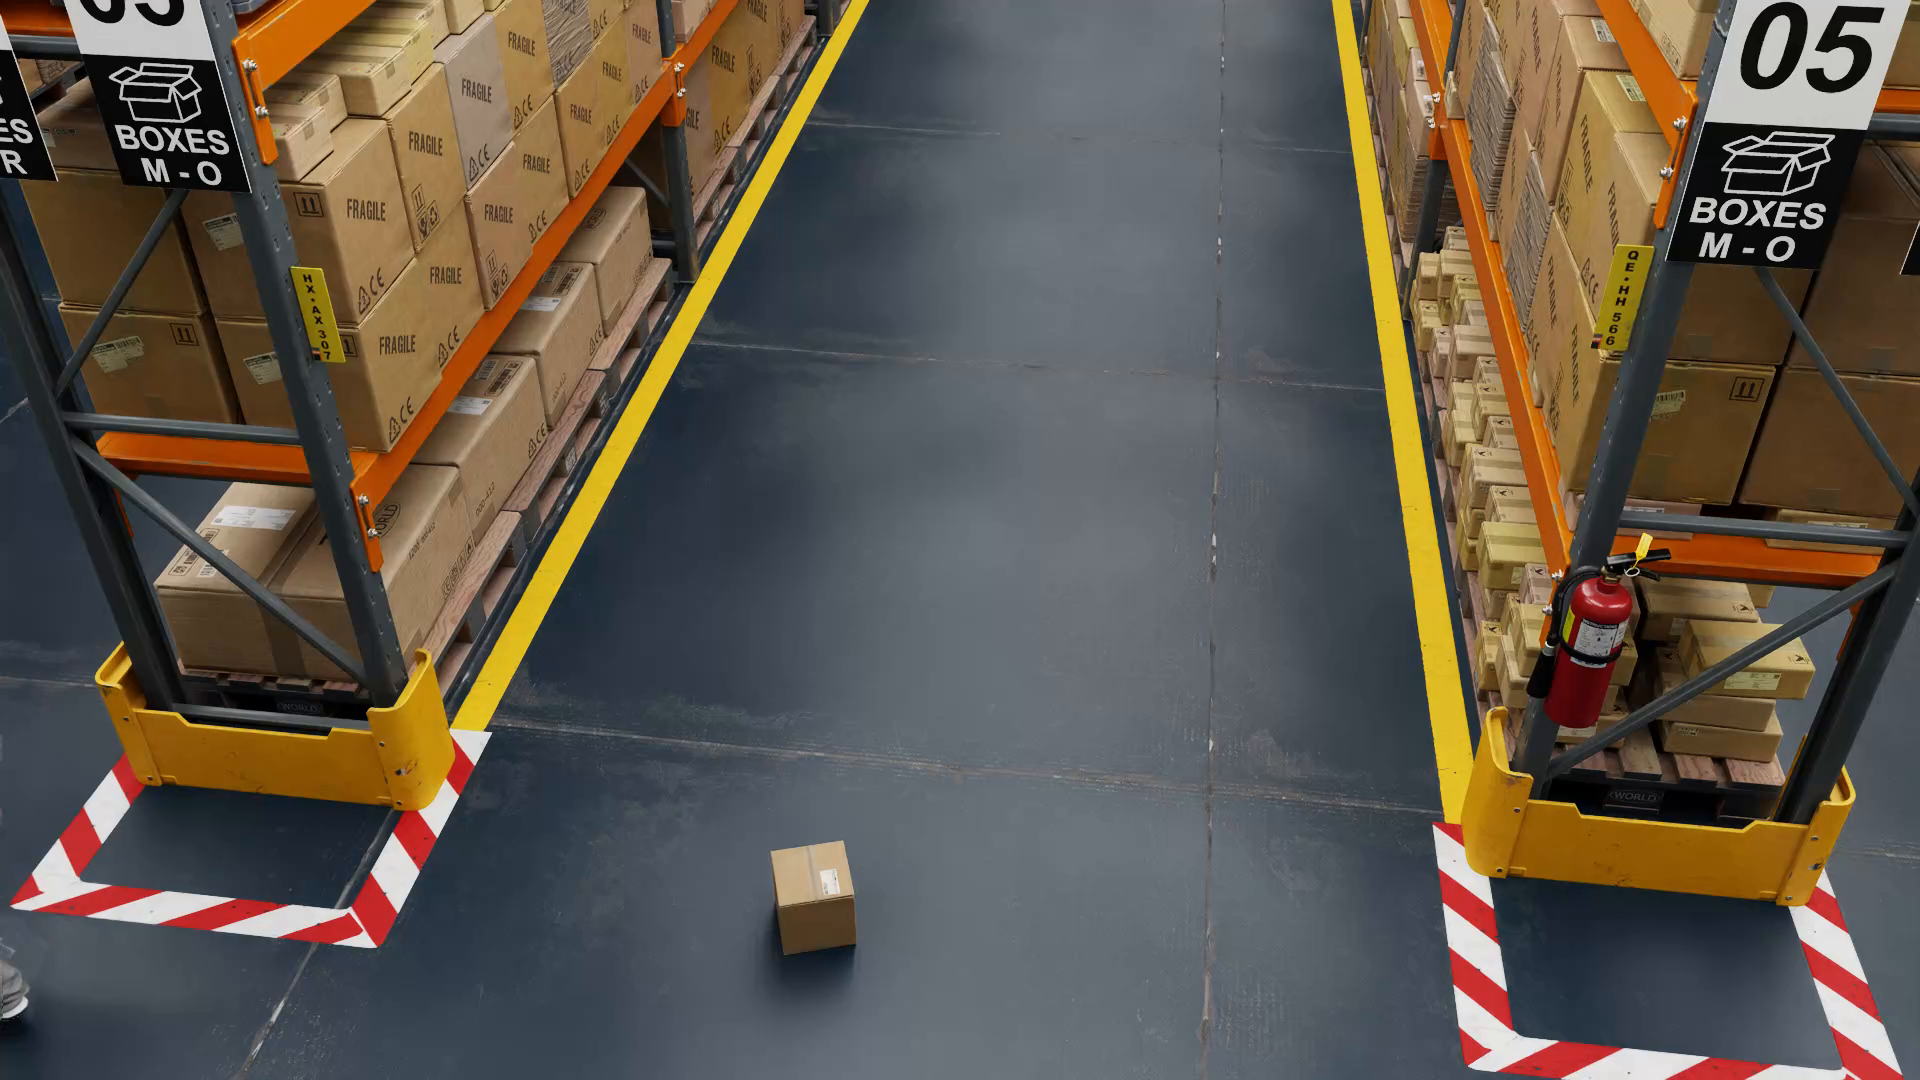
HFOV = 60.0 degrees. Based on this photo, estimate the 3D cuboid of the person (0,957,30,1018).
[{"bbox_3d":[-3.355,0.869,5.007,0.737,1.582,0.481,4,37,5],"label":"person"}]
